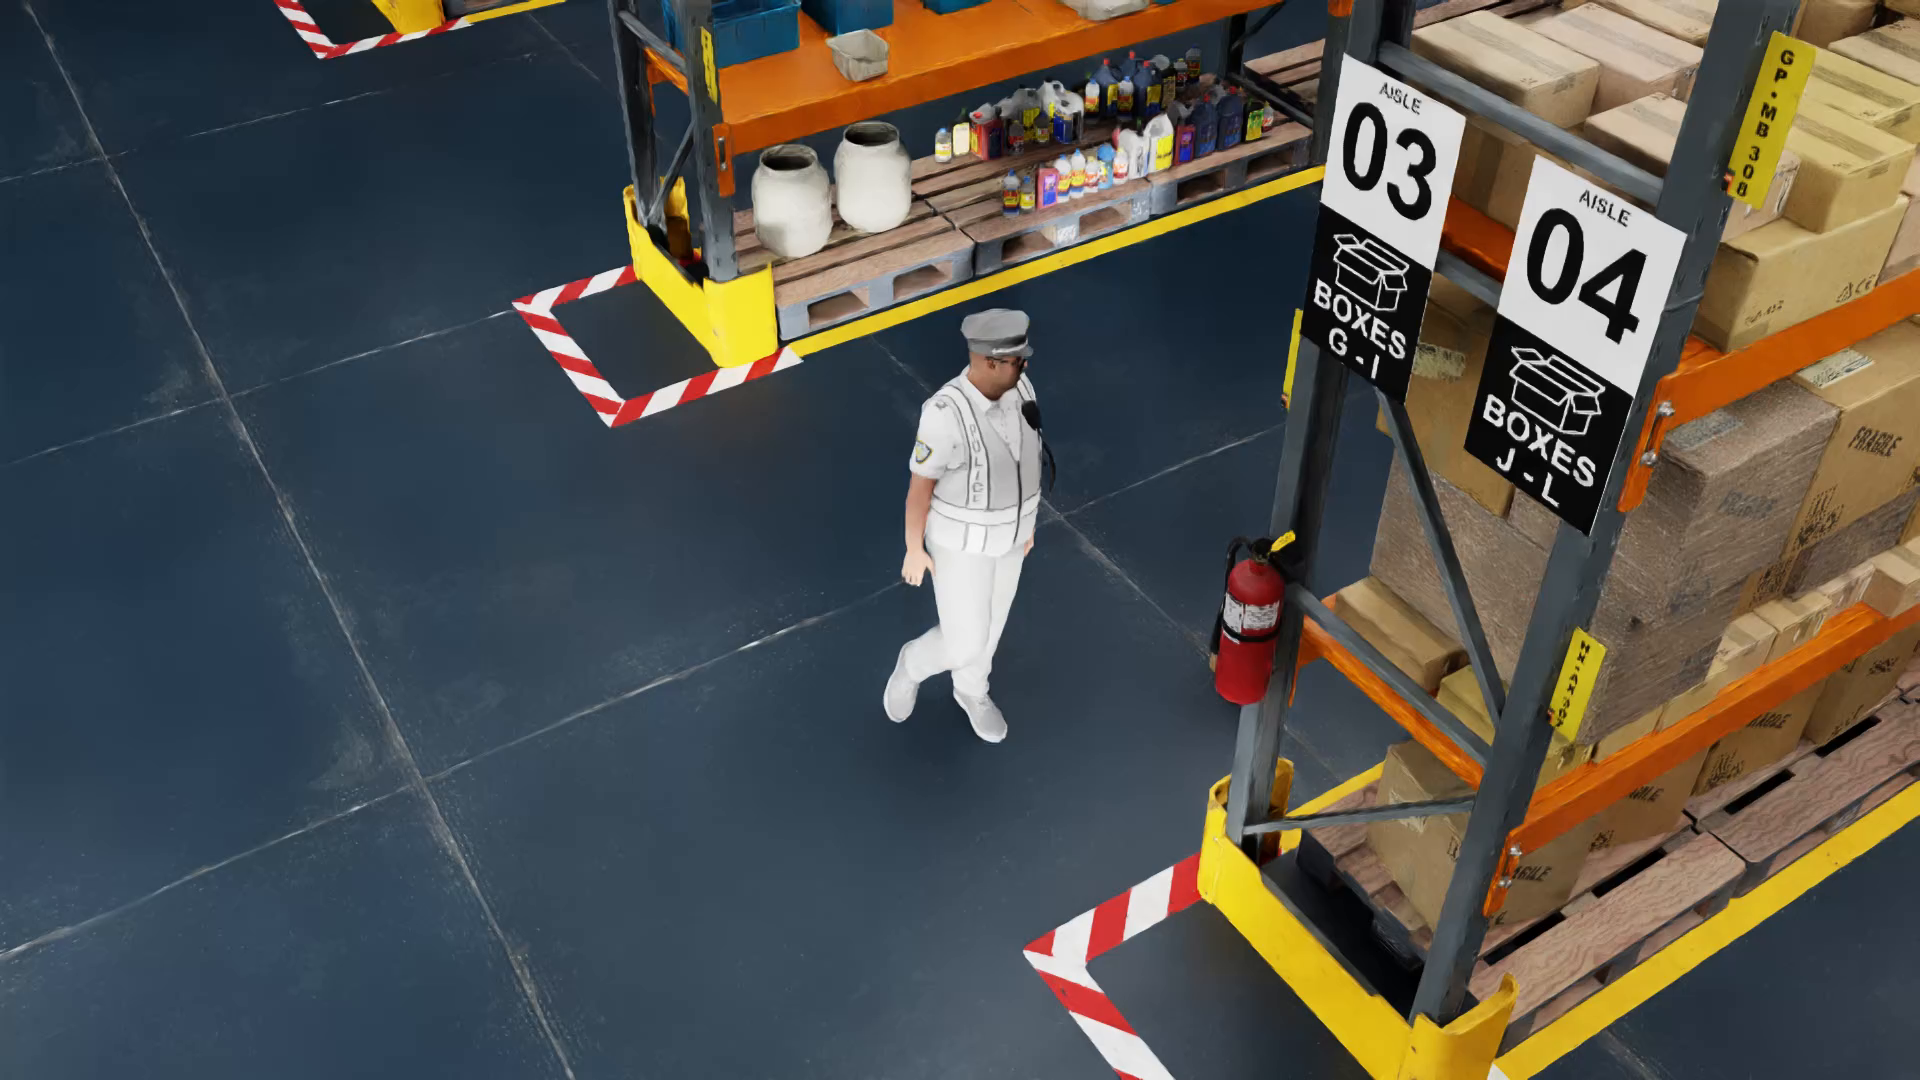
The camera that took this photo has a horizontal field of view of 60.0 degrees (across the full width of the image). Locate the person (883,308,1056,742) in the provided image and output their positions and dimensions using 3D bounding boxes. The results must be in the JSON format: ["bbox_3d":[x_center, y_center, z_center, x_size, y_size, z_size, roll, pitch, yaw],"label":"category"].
[{"bbox_3d":[0.053,-0.014,6.165,0.476,1.748,0.690,33,50,32],"label":"person"}]
